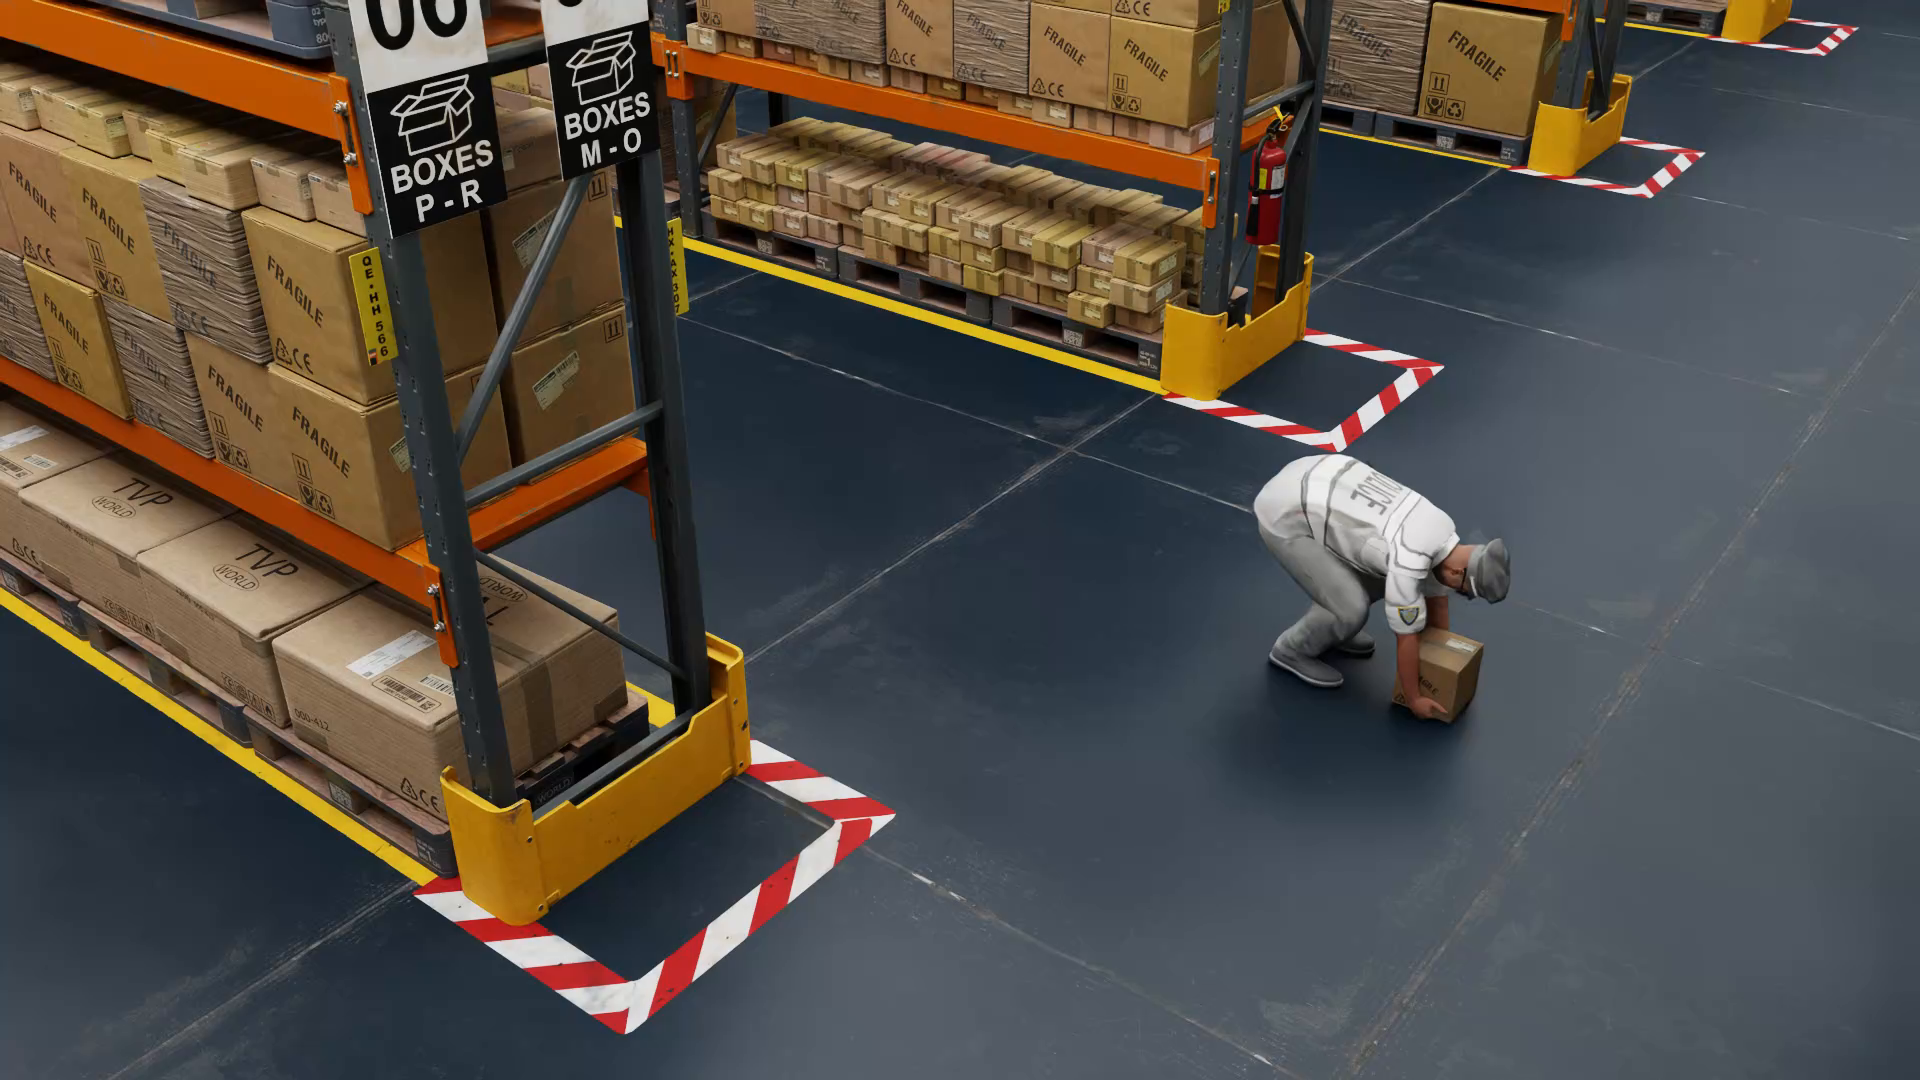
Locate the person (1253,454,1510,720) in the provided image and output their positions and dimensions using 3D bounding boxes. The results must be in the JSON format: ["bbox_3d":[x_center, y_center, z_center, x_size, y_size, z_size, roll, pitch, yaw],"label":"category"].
[{"bbox_3d":[1.673,0.161,6.686,1.026,0.921,0.545,19,36,29],"label":"person"}]
